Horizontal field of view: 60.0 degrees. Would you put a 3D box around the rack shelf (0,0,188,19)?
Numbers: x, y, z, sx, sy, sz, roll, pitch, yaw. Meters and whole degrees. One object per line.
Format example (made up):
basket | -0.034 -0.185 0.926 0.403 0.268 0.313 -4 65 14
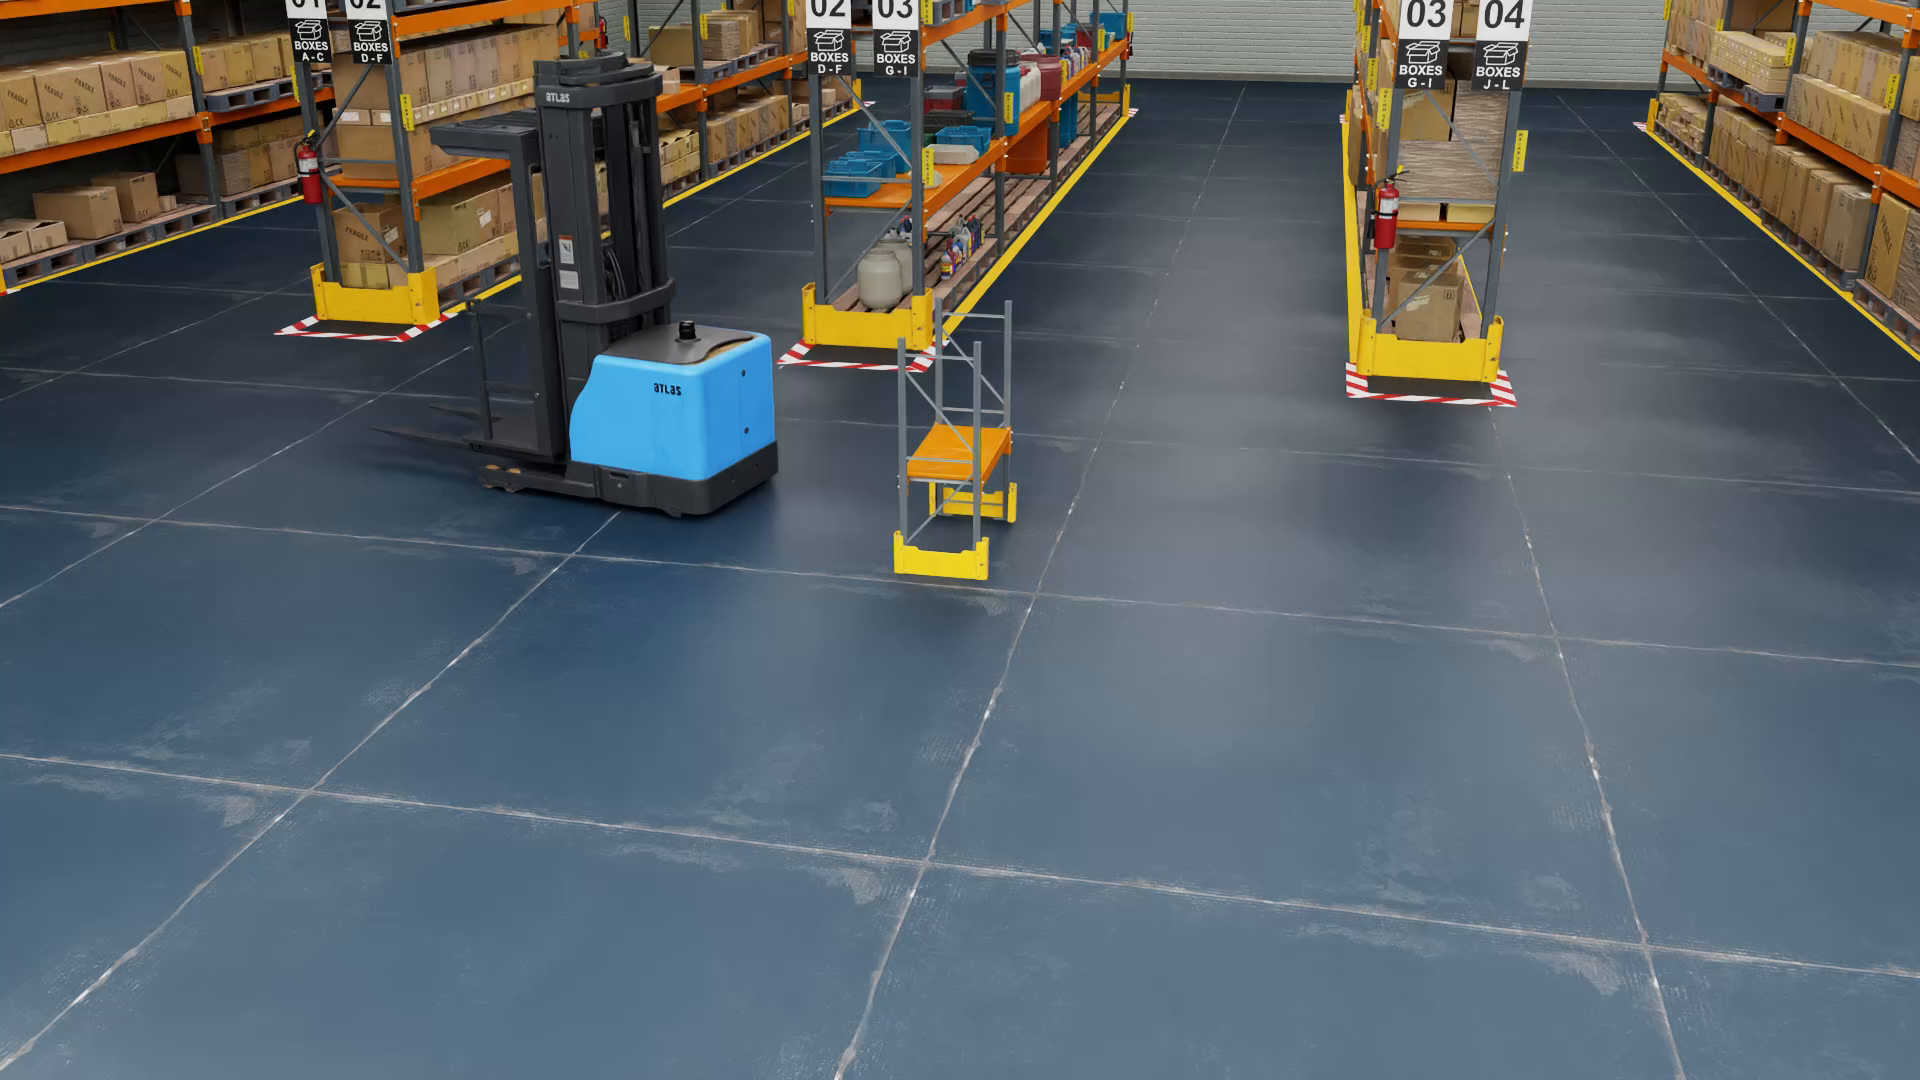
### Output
rack shelf | -10.111 -5.735 18.027 1.077 0.370 4.000 4 22 11

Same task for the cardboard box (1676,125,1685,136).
cardboard box | 11.406 -6.388 25.954 0.380 0.149 0.250 4 22 11

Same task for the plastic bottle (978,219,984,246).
plastic bottle | 0.221 -3.397 18.319 0.061 0.283 0.133 6 23 14

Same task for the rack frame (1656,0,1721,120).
rack frame | 12.128 -8.250 27.322 1.000 3.000 0.127 4 22 11

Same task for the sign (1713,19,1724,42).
sign | 10.779 -7.227 23.624 0.100 0.325 0.005 4 22 11

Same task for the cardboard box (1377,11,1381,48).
cardboard box | 6.092 -7.001 22.745 0.797 0.503 0.637 5 23 13

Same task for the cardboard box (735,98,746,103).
cardboard box | -3.655 -6.649 26.104 0.500 0.500 0.500 5 22 12

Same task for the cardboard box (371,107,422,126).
cardboard box | -5.378 -4.044 15.878 0.380 0.149 0.250 4 22 11

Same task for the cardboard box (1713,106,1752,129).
cardboard box | 10.903 -5.920 23.318 0.500 0.250 0.500 3 22 9

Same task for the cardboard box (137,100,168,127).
cardboard box | -9.612 -4.971 19.355 0.500 0.250 0.500 5 22 11

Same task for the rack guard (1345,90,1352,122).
rack guard | 7.298 -7.514 28.842 1.175 0.500 0.348 4 22 11

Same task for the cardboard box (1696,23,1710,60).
cardboard box | 11.241 -7.360 24.580 0.500 0.500 0.500 4 22 9

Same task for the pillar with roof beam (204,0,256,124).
pillar with roof beam | -5.784 -8.917 20.949 9.100 9.000 0.400 4 22 11

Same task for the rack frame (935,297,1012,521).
rack frame | 0.086 -0.850 10.958 0.500 1.500 0.032 4 22 11

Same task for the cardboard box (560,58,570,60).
cardboard box | -7.198 -8.716 30.395 0.380 0.149 0.250 5 22 12

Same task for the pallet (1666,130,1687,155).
pallet | 11.661 -6.189 25.939 1.003 0.211 1.213 4 22 11

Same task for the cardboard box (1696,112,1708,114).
cardboard box | 11.316 -6.362 25.093 0.380 0.149 0.250 5 23 13

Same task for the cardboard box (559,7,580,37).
cardboard box | -7.486 -9.483 29.982 0.980 0.700 0.700 4 22 10

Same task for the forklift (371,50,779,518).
forklift | -2.855 -1.862 11.552 3.031 2.935 1.130 10 24 23

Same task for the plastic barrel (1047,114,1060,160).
plastic barrel | 1.126 -5.786 23.871 0.600 0.588 0.708 4 22 11

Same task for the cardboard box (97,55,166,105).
cardboard box | -9.593 -5.317 19.211 0.500 0.500 0.500 4 22 11

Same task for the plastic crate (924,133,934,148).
plastic crate | -0.557 -4.081 17.254 0.450 0.188 0.662 4 22 11

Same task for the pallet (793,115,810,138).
pallet | -3.079 -6.916 27.744 1.003 0.211 1.213 4 22 11

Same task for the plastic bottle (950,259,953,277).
plastic bottle | -0.124 -2.774 16.883 0.097 0.201 0.097 0 22 0

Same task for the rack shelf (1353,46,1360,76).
rack shelf | 6.885 -7.600 26.671 1.077 0.370 4.000 4 22 11

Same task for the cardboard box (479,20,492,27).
cardboard box | -7.918 -8.340 26.988 0.500 0.500 0.500 4 22 10

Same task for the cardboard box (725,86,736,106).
cardboard box | -3.761 -6.827 25.543 0.500 0.250 0.500 5 22 11

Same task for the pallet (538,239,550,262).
pallet | -5.056 -3.452 19.141 1.003 0.211 1.213 4 22 11

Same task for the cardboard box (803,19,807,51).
cardboard box | -2.748 -8.358 27.457 0.500 0.500 0.500 5 22 12

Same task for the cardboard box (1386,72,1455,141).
cardboard box | 3.899 -3.681 14.109 0.500 0.500 0.500 4 22 11

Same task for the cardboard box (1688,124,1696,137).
cardboard box | 11.146 -6.136 24.930 0.380 0.149 0.250 4 22 9

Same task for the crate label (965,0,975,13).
crate label | -0.115 -5.173 15.866 0.502 0.251 0.408 4 22 11

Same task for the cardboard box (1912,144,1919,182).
cardboard box | 9.526 -3.592 15.556 0.875 0.550 0.550 4 22 11

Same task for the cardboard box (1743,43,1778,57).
cardboard box | 10.413 -6.365 21.621 0.380 0.149 0.250 6 23 14

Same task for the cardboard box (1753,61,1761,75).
cardboard box | 10.255 -5.950 20.988 0.380 0.149 0.250 5 22 12

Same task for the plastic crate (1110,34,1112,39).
plastic crate | 2.382 -8.531 28.293 0.396 0.136 0.243 4 22 11

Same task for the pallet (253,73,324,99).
pallet | -9.250 -6.056 22.132 1.003 0.211 1.213 4 22 11

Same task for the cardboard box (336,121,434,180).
cardboard box | -5.561 -3.786 16.105 0.700 0.500 0.500 4 22 11

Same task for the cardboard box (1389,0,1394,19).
cardboard box | 4.188 -4.885 15.153 0.500 0.250 0.500 4 22 10

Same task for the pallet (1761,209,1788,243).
pallet | 10.261 -3.748 19.877 1.003 0.211 1.213 4 22 11

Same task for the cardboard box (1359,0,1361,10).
cardboard box | 6.829 -8.743 27.347 0.500 0.500 0.500 4 22 10

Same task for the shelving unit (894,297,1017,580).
shelving unit | -0.016 -0.668 10.504 0.587 1.500 1.083 4 22 11

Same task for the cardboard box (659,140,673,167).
cardboard box | -4.107 -5.090 21.844 0.500 0.311 0.500 4 22 11

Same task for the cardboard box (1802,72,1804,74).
cardboard box | 11.000 -5.944 21.371 0.380 0.149 0.250 5 23 13

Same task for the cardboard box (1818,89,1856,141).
cardboard box | 9.832 -4.674 18.310 0.500 0.500 0.500 4 22 10

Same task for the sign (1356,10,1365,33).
sign | 5.934 -7.682 24.648 0.100 0.325 0.005 4 22 11

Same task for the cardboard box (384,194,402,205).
cardboard box | -5.661 -3.423 17.451 0.500 0.500 0.500 4 22 11

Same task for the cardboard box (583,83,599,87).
cardboard box | -4.572 -5.551 20.489 0.500 0.500 0.500 6 23 15

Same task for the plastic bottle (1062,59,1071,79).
plastic bottle | 1.500 -6.700 23.640 0.152 0.276 0.135 4 22 11

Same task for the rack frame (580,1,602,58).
rack frame | -7.254 -9.798 31.166 1.000 3.000 0.127 4 22 11

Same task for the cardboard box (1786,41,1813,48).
cardboard box | 11.155 -6.503 21.963 0.380 0.149 0.250 3 22 9

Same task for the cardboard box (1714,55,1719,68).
cardboard box | 10.731 -6.654 23.135 0.380 0.149 0.250 5 22 12

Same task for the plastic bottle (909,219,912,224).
plastic bottle | -0.537 -3.391 18.315 0.152 0.276 0.135 5 23 13

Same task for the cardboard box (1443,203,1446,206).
cardboard box | 4.486 -3.056 14.763 0.380 0.149 0.250 4 22 11

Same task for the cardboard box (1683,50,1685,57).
cardboard box | 11.704 -7.744 26.403 0.380 0.149 0.250 6 23 13
